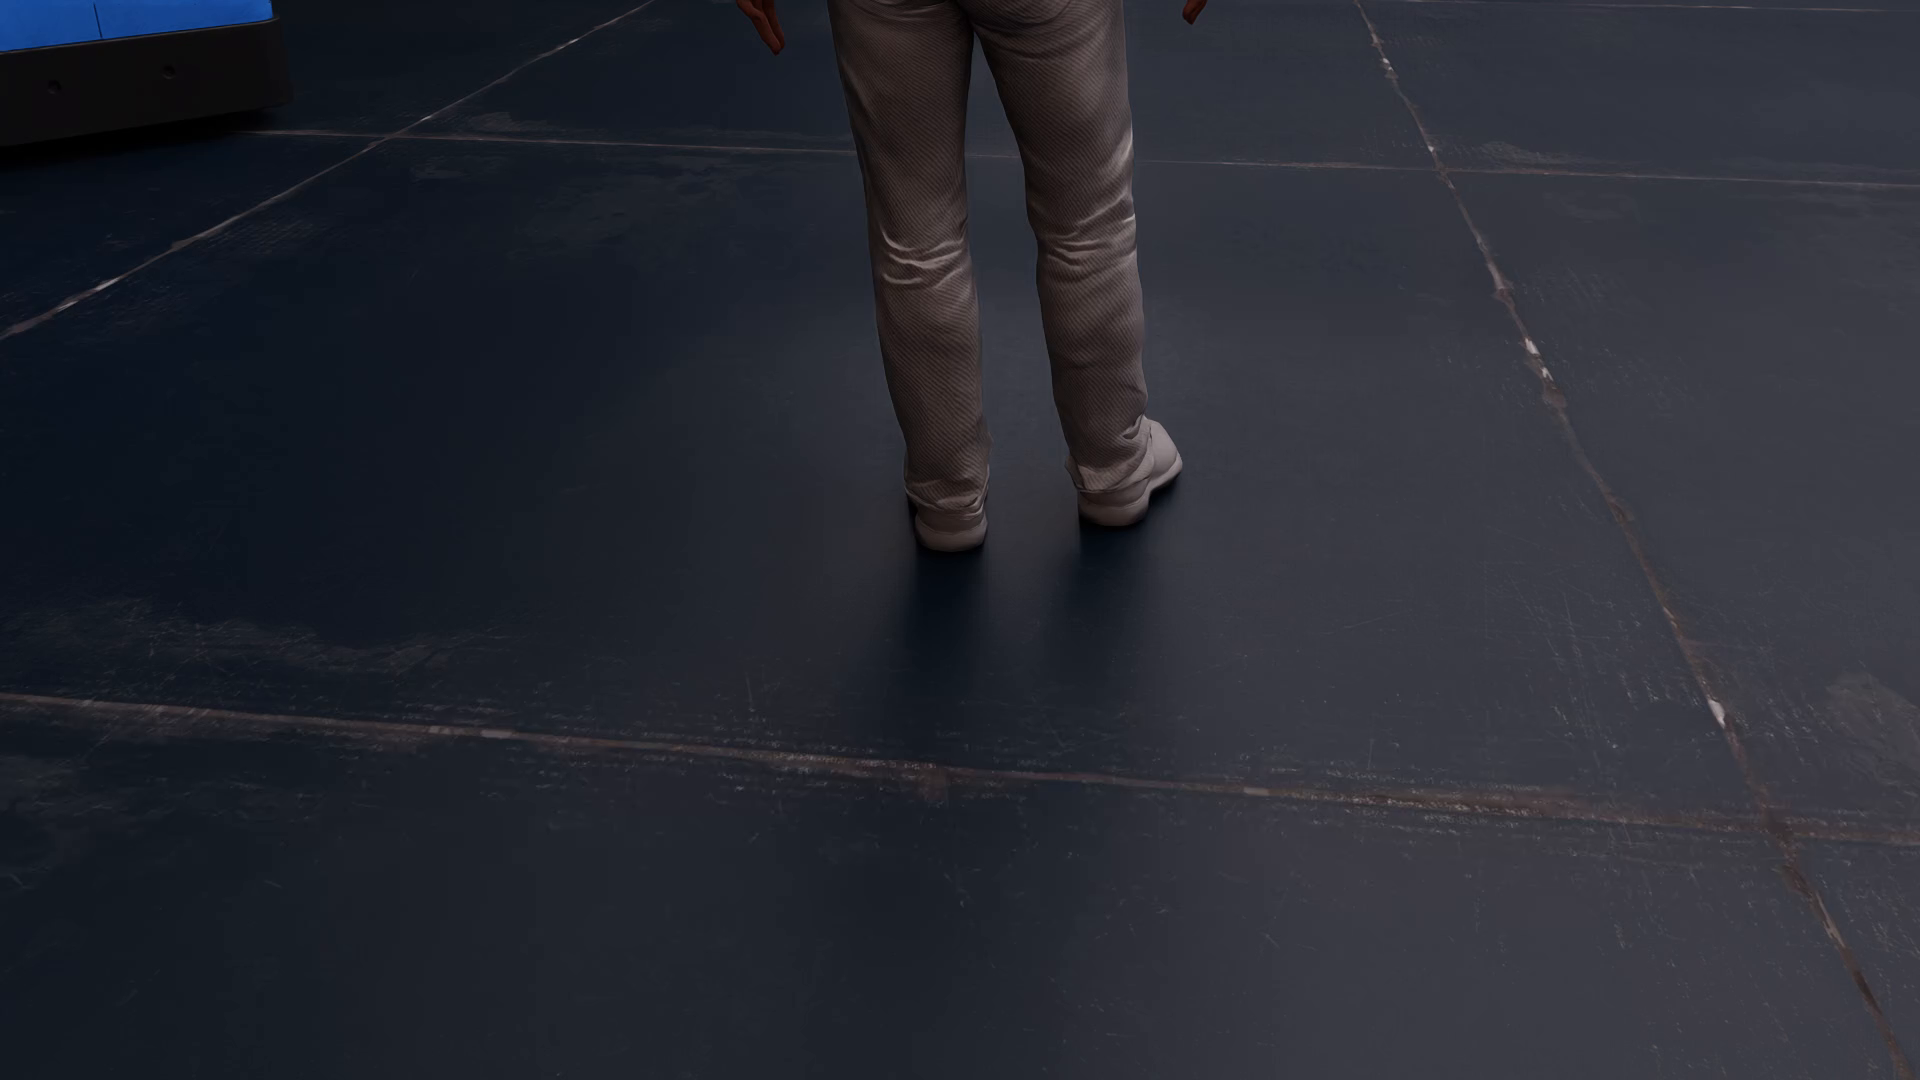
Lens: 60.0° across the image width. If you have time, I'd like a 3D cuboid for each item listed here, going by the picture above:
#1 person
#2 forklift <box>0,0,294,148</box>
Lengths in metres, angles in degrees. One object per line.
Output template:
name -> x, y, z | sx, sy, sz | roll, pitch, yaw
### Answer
person -> 0.015, -0.827, 2.163 | 0.665, 1.765, 0.577 | 3, 27, 7
forklift -> -3.371, -2.880, 4.990 | 1.130, 2.935, 3.031 | -23, 35, -38
